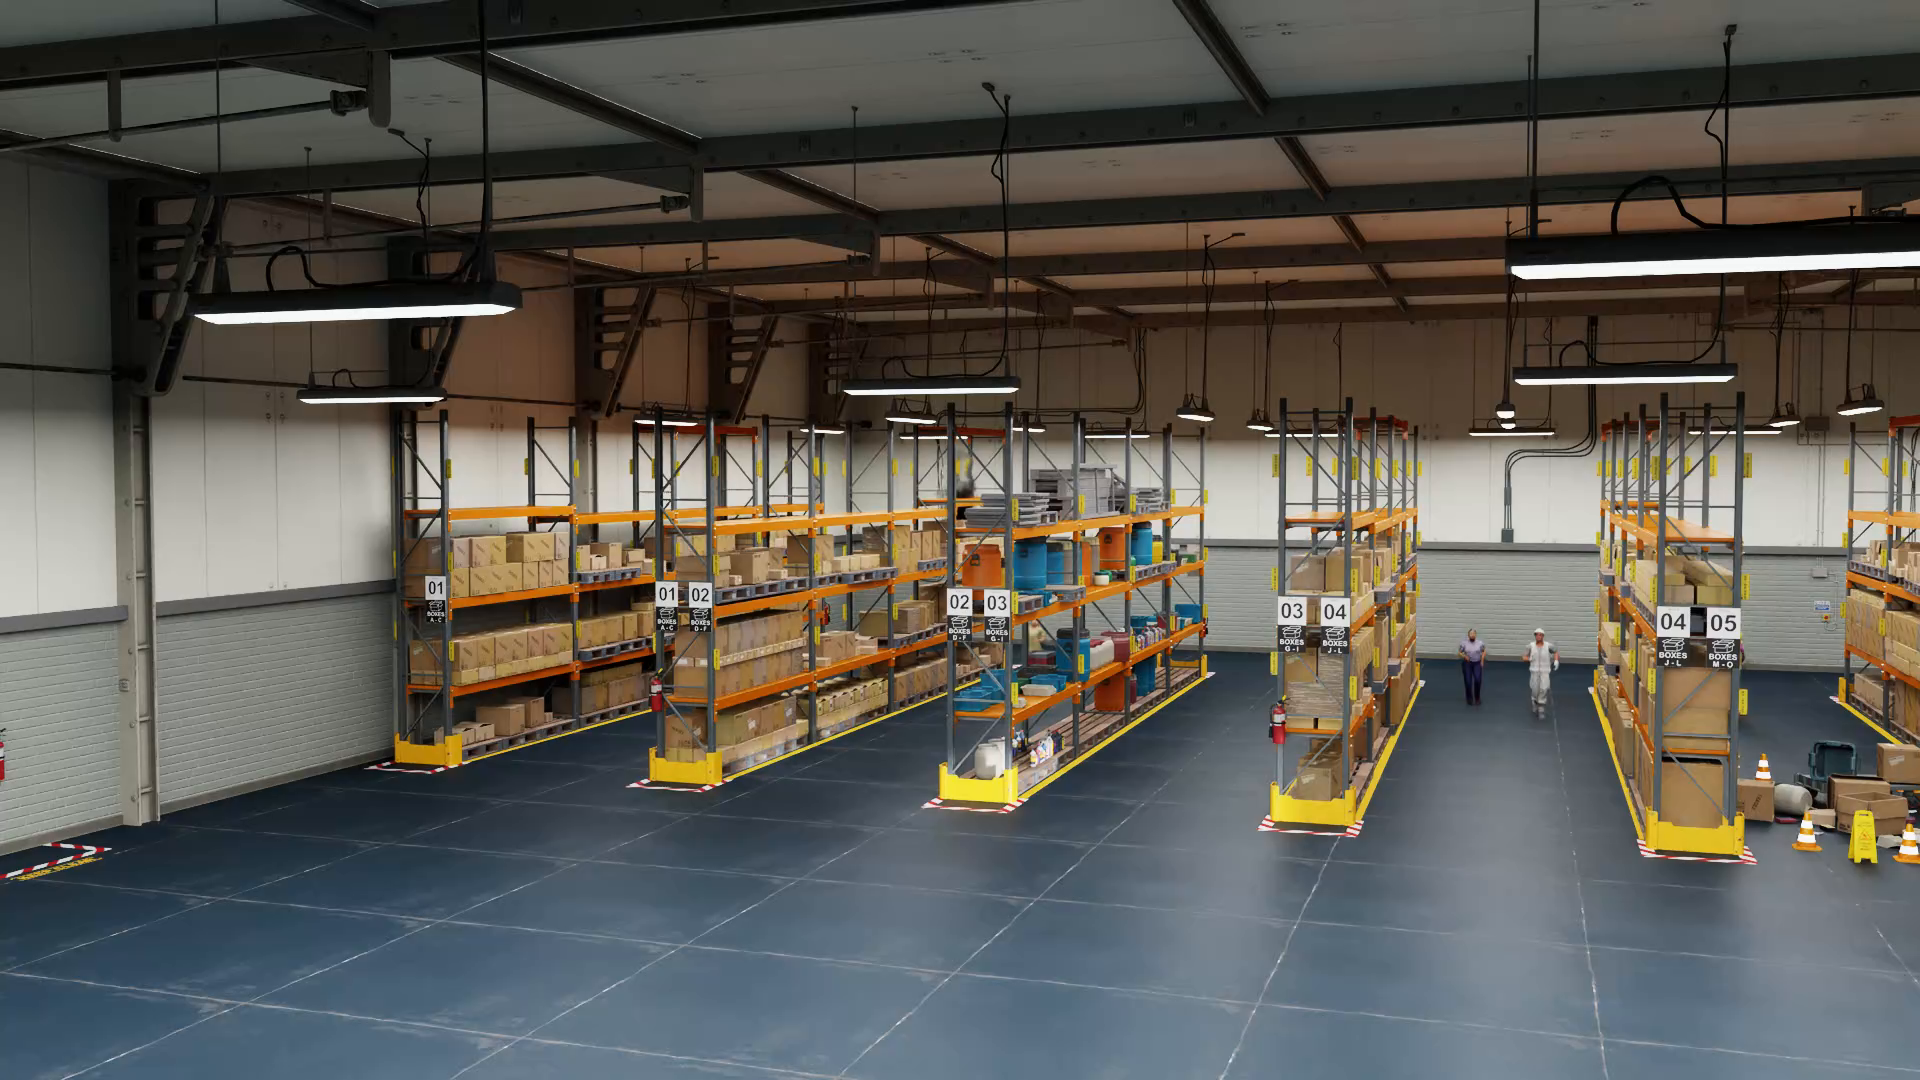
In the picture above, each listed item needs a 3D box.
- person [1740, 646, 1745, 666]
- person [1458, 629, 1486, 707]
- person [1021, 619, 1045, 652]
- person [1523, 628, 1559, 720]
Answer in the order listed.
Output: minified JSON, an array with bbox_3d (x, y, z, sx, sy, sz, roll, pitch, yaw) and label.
[{"bbox_3d":[15.778,2.657,34.327,0.714,1.743,0.901,1,3,13],"label":"person"},{"bbox_3d":[10.797,2.702,35.068,0.569,1.624,0.691,1,3,16],"label":"person"},{"bbox_3d":[1.674,2.540,37.921,0.548,1.671,0.666,0,2,2],"label":"person"},{"bbox_3d":[11.621,2.654,33.312,0.675,1.757,1.051,1,3,23],"label":"person"}]
